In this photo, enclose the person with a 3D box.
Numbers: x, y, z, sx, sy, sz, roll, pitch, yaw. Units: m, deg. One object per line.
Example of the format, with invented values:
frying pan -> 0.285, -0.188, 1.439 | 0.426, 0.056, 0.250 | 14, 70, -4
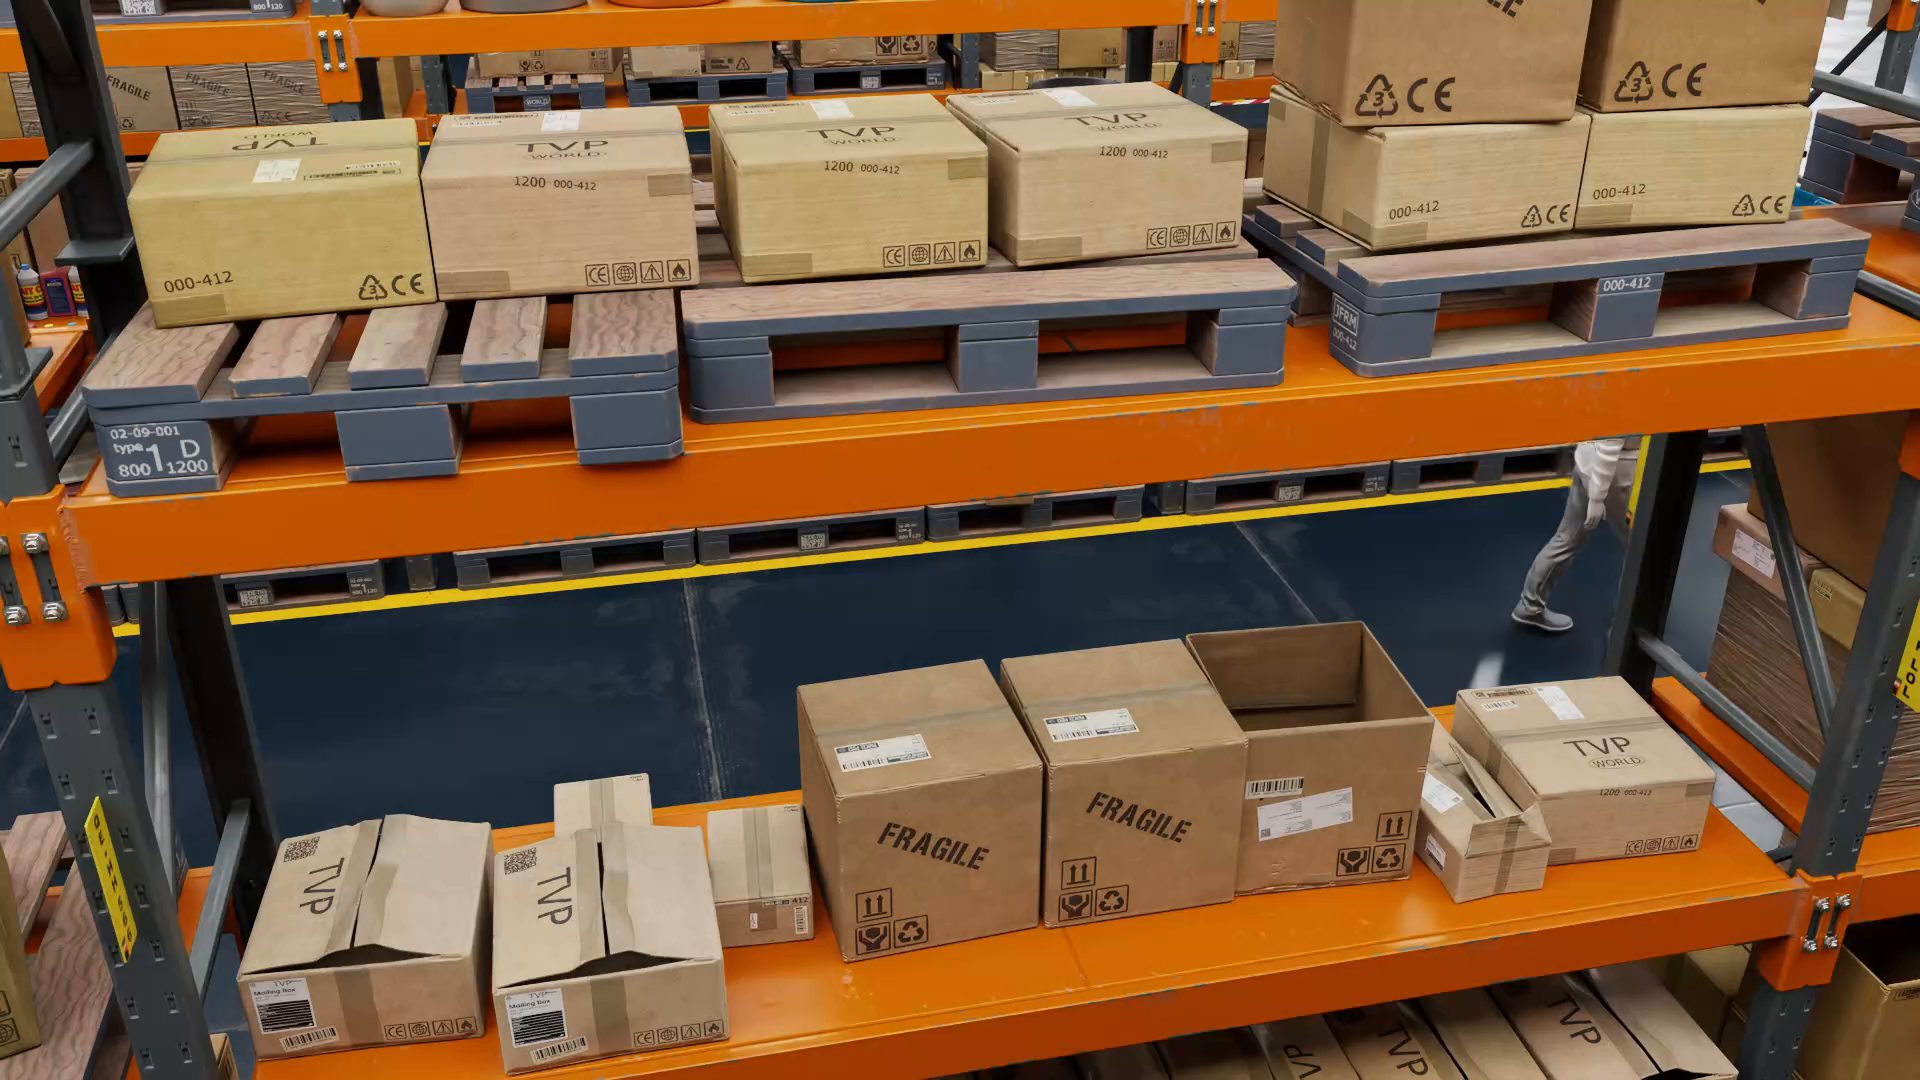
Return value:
person -> 3.043, -0.275, 7.636 | 0.751, 1.720, 0.526 | 3, 27, 6
